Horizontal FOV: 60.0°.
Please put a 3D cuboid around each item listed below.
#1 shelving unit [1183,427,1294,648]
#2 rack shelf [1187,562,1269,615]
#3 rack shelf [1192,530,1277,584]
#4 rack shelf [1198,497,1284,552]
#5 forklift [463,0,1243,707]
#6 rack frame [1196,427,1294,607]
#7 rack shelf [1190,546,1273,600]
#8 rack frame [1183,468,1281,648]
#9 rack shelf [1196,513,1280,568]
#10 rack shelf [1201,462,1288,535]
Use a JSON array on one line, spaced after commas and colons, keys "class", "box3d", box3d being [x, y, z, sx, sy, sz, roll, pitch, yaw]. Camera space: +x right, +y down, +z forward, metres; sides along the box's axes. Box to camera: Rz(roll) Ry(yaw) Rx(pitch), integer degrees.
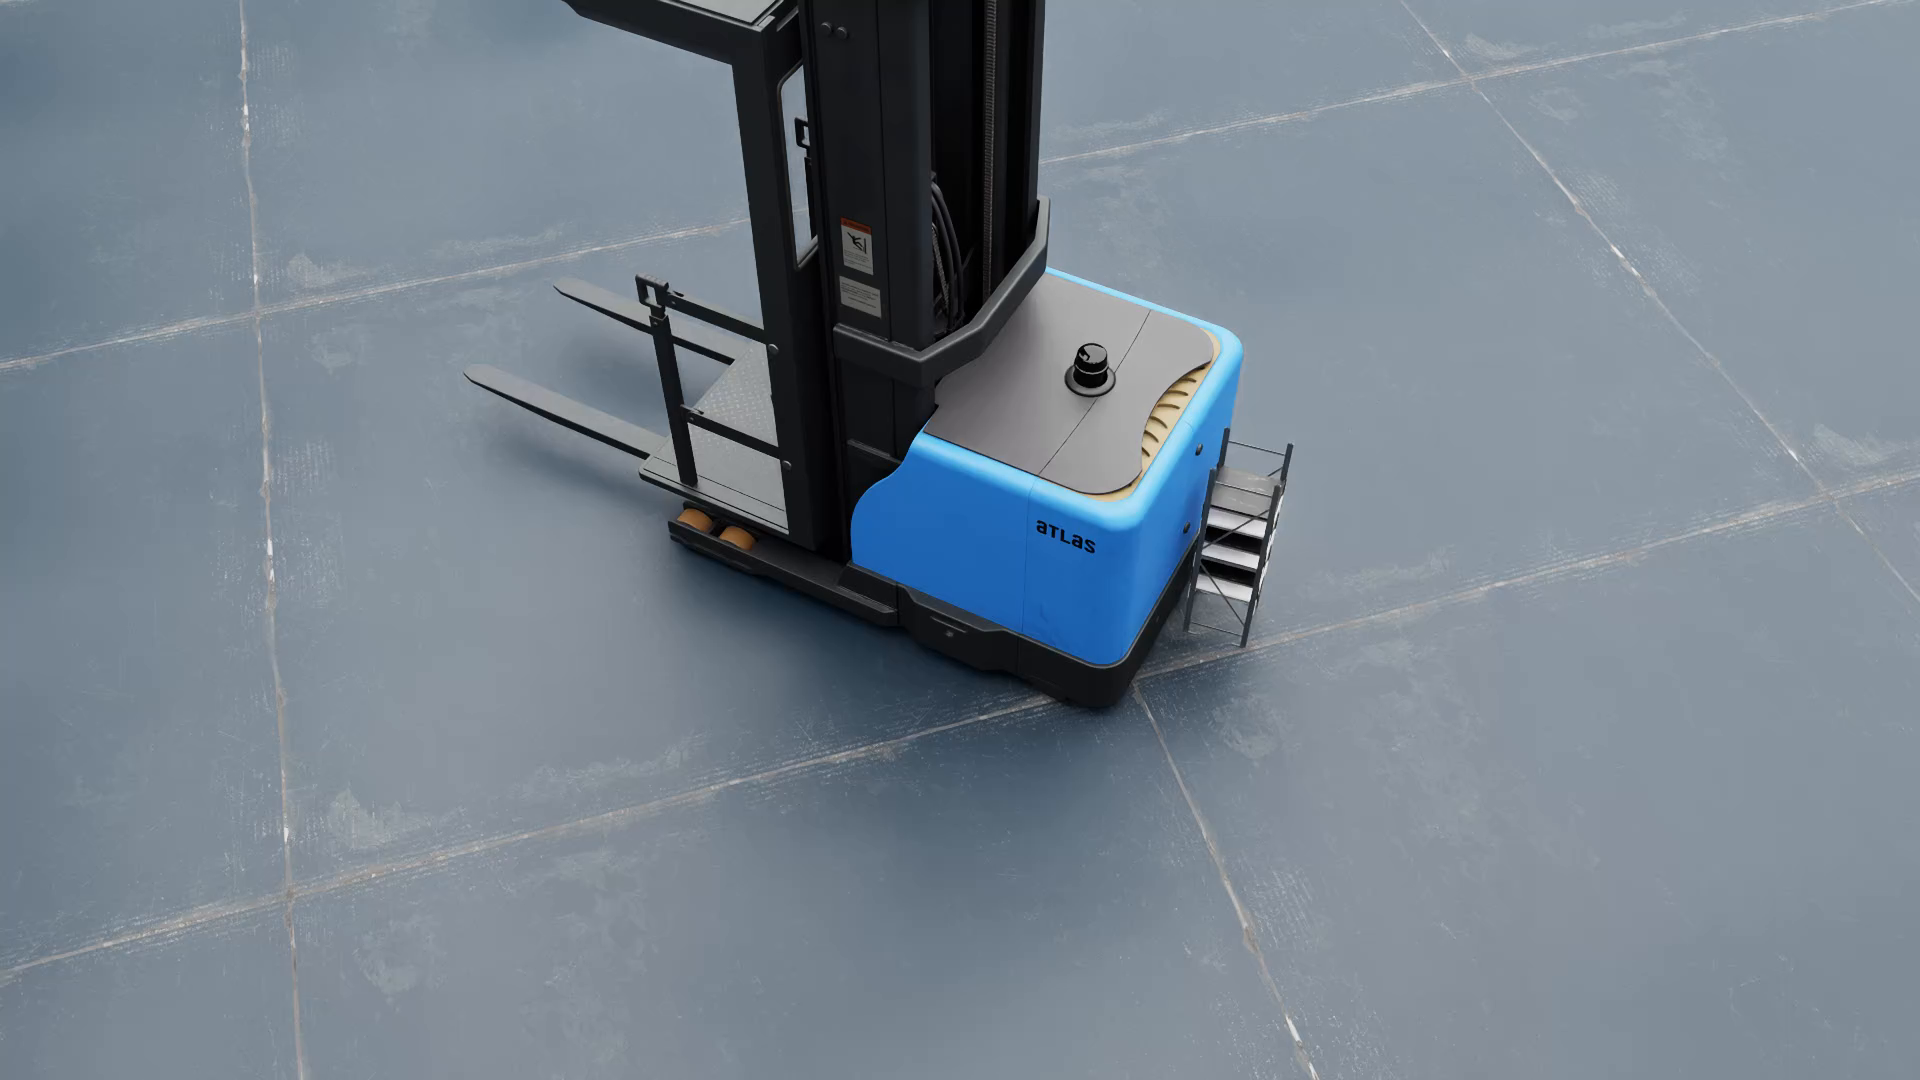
[{"class": "shelving unit", "box3d": [0.985, 0.008, 5.944, 0.258, 0.900, 0.210, 15, 52, 12]}, {"class": "rack shelf", "box3d": [0.985, 0.145, 6.108, 0.258, 0.077, 0.200, 15, 52, 12]}, {"class": "rack shelf", "box3d": [0.985, 0.029, 5.970, 0.258, 0.077, 0.200, 15, 52, 12]}, {"class": "rack shelf", "box3d": [0.985, -0.087, 5.832, 0.258, 0.077, 0.200, 15, 52, 12]}, {"class": "forklift", "box3d": [-0.551, -1.169, 5.608, 3.031, 2.935, 1.130, 22, 53, 18]}, {"class": "rack frame", "box3d": [1.019, -0.065, 6.006, 0.240, 0.900, 0.006, 15, 52, 12]}, {"class": "rack shelf", "box3d": [0.985, 0.087, 6.039, 0.258, 0.077, 0.200, 15, 52, 12]}, {"class": "rack frame", "box3d": [0.951, 0.081, 5.883, 0.240, 0.900, 0.006, 15, 52, 12]}, {"class": "rack shelf", "box3d": [0.985, -0.029, 5.901, 0.258, 0.077, 0.200, 15, 52, 12]}, {"class": "rack shelf", "box3d": [0.985, -0.145, 5.763, 0.258, 0.077, 0.200, 15, 52, 12]}]
